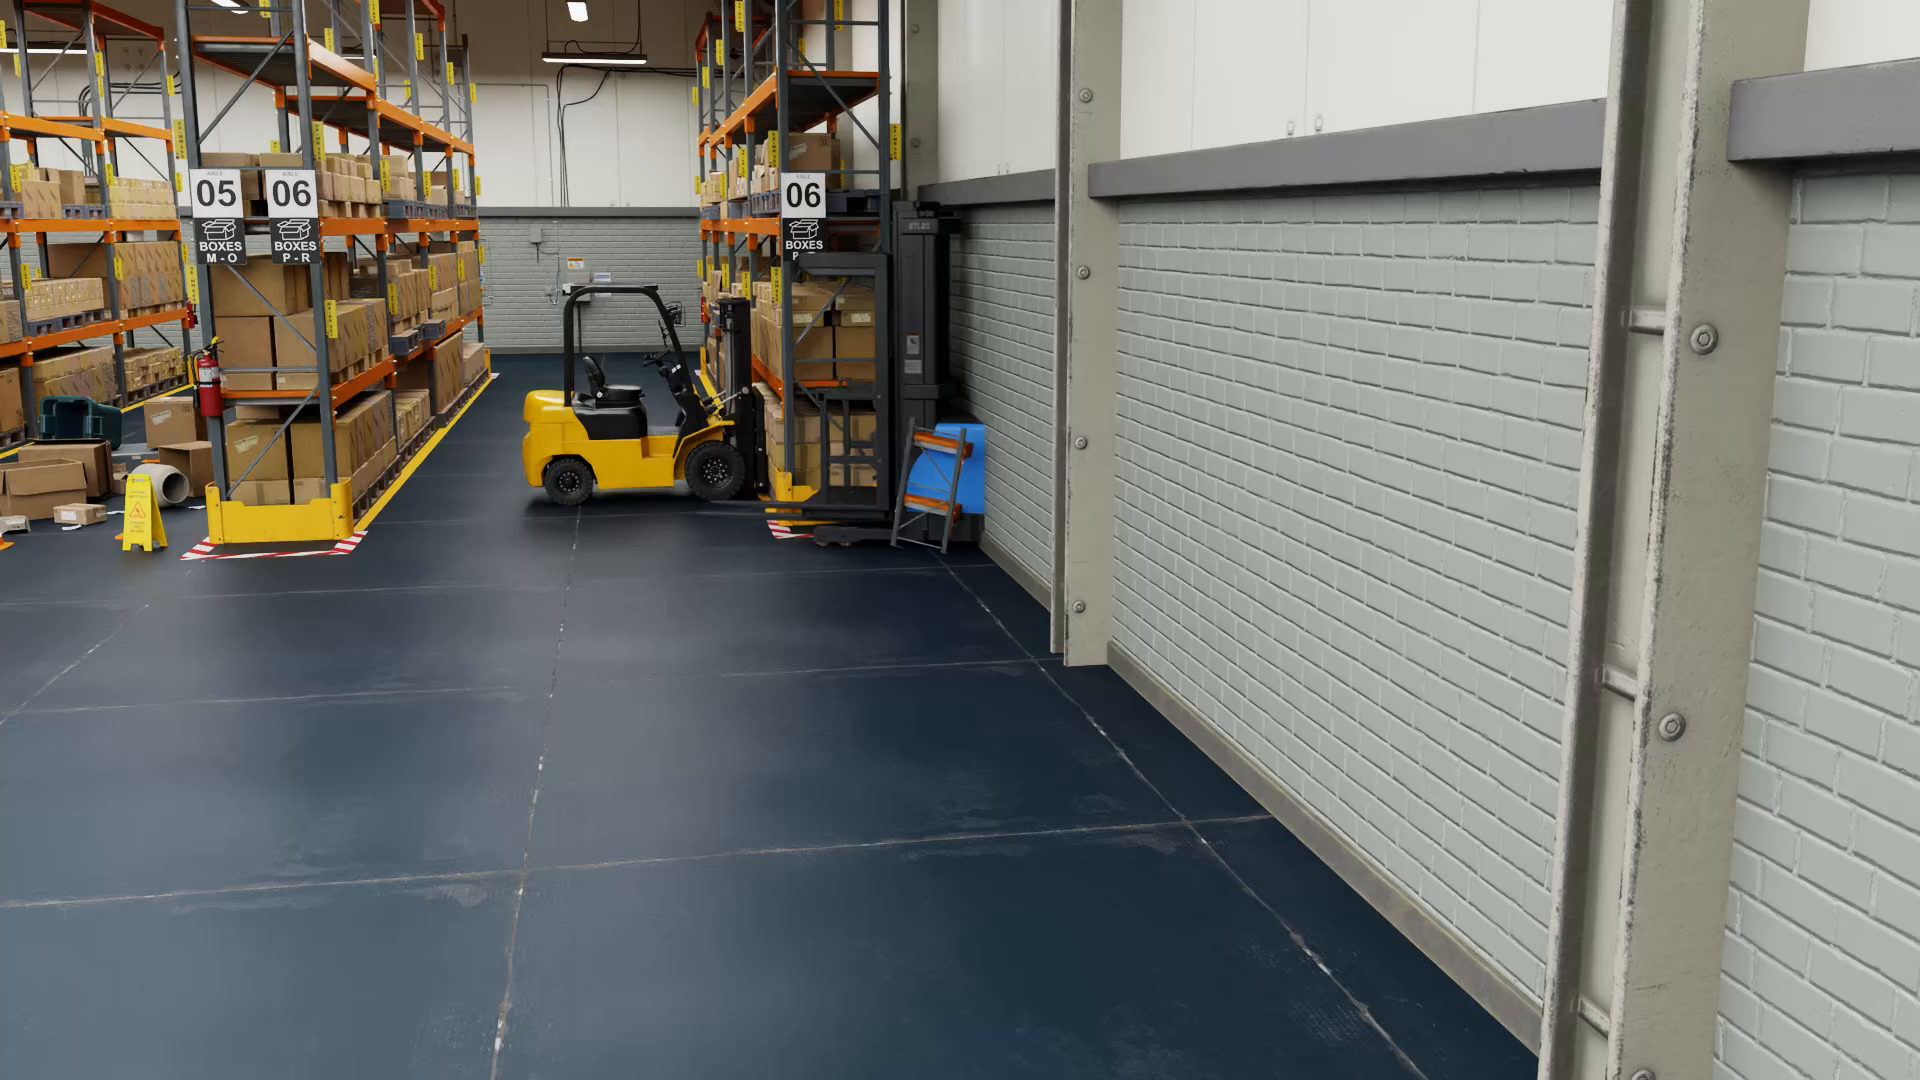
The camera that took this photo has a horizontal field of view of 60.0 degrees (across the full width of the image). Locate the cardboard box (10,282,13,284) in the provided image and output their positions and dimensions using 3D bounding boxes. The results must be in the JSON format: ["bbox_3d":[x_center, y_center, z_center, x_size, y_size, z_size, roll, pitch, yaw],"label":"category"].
[{"bbox_3d":[-13.240,-3.479,22.908,0.380,0.149,0.250,-2,11,-9],"label":"cardboard box"}]

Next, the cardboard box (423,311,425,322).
[{"bbox_3d":[-7.008,-2.837,21.131,0.380,0.149,0.250,-3,11,-14],"label":"cardboard box"}]

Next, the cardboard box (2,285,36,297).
[{"bbox_3d":[-12.350,-3.261,21.766,0.380,0.149,0.250,-2,11,-13],"label":"cardboard box"}]

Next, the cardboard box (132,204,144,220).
[{"bbox_3d":[-13.193,-5.161,26.168,0.500,0.250,0.500,-2,11,-9],"label":"cardboard box"}]

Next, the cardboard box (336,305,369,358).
[{"bbox_3d":[-6.135,-2.050,16.381,0.500,0.500,0.500,-2,11,-12],"label":"cardboard box"}]

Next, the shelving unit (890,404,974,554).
[{"bbox_3d":[-0.103,-0.531,14.517,0.538,1.125,1.048,14,14,17],"label":"shelving unit"}]

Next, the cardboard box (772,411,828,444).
[{"bbox_3d":[-1.531,-1.077,15.892,0.500,0.250,0.500,-2,11,-9],"label":"cardboard box"}]

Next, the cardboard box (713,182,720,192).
[{"bbox_3d":[-3.484,-5.259,24.769,0.380,0.149,0.250,-2,11,-11],"label":"cardboard box"}]

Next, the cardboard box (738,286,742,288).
[{"bbox_3d":[-2.657,-3.187,21.417,0.380,0.149,0.250,-2,11,-10],"label":"cardboard box"}]

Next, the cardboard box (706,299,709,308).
[{"bbox_3d":[-4.251,-4.160,29.204,0.380,0.149,0.250,-2,11,-13],"label":"cardboard box"}]

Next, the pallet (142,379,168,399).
[{"bbox_3d":[-13.579,-2.455,27.031,1.003,0.211,1.213,-2,11,-11],"label":"pallet"}]

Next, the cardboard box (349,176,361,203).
[{"bbox_3d":[-6.134,-3.406,16.150,0.500,0.250,0.500,-2,11,-10],"label":"cardboard box"}]

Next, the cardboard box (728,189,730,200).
[{"bbox_3d":[-2.922,-4.664,22.391,0.380,0.166,0.250,-2,11,-11],"label":"cardboard box"}]

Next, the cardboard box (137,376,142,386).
[{"bbox_3d":[-13.179,-2.500,26.312,0.380,0.149,0.250,-2,11,-12],"label":"cardboard box"}]

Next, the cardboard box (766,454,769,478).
[{"bbox_3d":[-1.713,-0.772,16.958,0.500,0.250,0.500,-2,11,-10],"label":"cardboard box"}]

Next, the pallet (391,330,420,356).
[{"bbox_3d":[-6.788,-2.261,19.068,1.003,0.211,1.213,-2,11,-11],"label":"pallet"}]

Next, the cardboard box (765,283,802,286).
[{"bbox_3d":[-1.945,-2.745,18.297,0.380,0.149,0.250,-2,11,-12],"label":"cardboard box"}]

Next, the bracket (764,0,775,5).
[{"bbox_3d":[-2.988,-8.645,26.424,0.235,0.232,0.430,-2,11,-11],"label":"bracket"}]

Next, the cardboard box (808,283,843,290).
[{"bbox_3d":[-1.482,-2.762,18.388,0.380,0.149,0.250,-2,11,-12],"label":"cardboard box"}]

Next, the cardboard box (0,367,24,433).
[{"bbox_3d":[-12.365,-1.731,20.664,1.050,0.750,0.750,-2,11,-12],"label":"cardboard box"}]

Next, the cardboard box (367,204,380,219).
[{"bbox_3d":[-6.421,-3.513,17.783,0.380,0.149,0.250,-2,11,-11],"label":"cardboard box"}]

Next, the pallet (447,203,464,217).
[{"bbox_3d":[-8.486,-5.258,26.513,1.003,0.211,1.213,-2,11,-11],"label":"pallet"}]

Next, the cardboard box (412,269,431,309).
[{"bbox_3d":[-7.199,-3.272,21.679,0.500,0.500,0.500,-2,11,-13],"label":"cardboard box"}]

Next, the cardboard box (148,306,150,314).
[{"bbox_3d":[-13.309,-3.706,26.820,0.380,0.149,0.250,-2,11,-9],"label":"cardboard box"}]

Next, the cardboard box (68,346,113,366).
[{"bbox_3d":[-12.781,-2.698,24.406,0.500,0.250,0.500,-2,11,-13],"label":"cardboard box"}]

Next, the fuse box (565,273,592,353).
[{"bbox_3d":[-8.146,-4.861,35.659,0.539,1.711,0.414,-2,11,-11],"label":"fuse box"}]

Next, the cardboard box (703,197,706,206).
[{"bbox_3d":[-4.223,-5.860,29.046,0.500,0.250,0.500,-2,11,-13],"label":"cardboard box"}]

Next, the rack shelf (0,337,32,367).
[{"bbox_3d":[-12.006,-2.025,19.237,1.077,0.370,4.000,-2,11,-11],"label":"rack shelf"}]

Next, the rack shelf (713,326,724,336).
[{"bbox_3d":[-3.080,-3.138,25.087,1.077,0.370,4.000,-2,11,-11],"label":"rack shelf"}]

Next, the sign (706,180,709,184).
[{"bbox_3d":[-4.000,-5.565,26.507,0.100,0.325,0.005,-2,11,-11],"label":"sign"}]

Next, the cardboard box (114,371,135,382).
[{"bbox_3d":[-12.930,-2.509,25.561,0.380,0.149,0.250,-2,11,-8],"label":"cardboard box"}]

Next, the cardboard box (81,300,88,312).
[{"bbox_3d":[-12.756,-3.357,23.858,0.380,0.149,0.250,-3,11,-14],"label":"cardboard box"}]

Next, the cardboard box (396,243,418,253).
[{"bbox_3d":[-8.710,-4.581,26.067,0.380,0.149,0.250,-2,11,-12],"label":"cardboard box"}]

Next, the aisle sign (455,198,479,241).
[{"bbox_3d":[-8.825,-5.713,29.735,0.394,0.787,0.004,-2,11,-11],"label":"aisle sign"}]

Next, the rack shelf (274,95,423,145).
[{"bbox_3d":[-7.171,-4.974,19.757,1.077,0.370,4.000,-2,11,-11],"label":"rack shelf"}]

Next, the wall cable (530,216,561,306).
[{"bbox_3d":[-8.846,-5.997,35.465,0.588,1.984,0.122,-2,11,-11],"label":"wall cable"}]

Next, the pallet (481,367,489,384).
[{"bbox_3d":[-8.883,-2.897,29.354,1.003,0.211,1.213,-2,11,-11],"label":"pallet"}]

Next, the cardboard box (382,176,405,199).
[{"bbox_3d":[-6.502,-3.938,18.620,0.500,0.250,0.500,-2,11,-13],"label":"cardboard box"}]

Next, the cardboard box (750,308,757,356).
[{"bbox_3d":[-2.083,-2.350,18.751,0.500,0.500,0.500,-2,11,-13],"label":"cardboard box"}]

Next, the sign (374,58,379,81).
[{"bbox_3d":[-8.887,-7.145,25.249,0.100,0.325,0.005,-2,11,-11],"label":"sign"}]

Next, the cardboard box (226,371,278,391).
[{"bbox_3d":[-6.286,-1.414,14.774,0.380,0.149,0.250,-2,11,-9],"label":"cardboard box"}]

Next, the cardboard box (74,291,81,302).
[{"bbox_3d":[-12.698,-3.450,23.555,0.380,0.149,0.250,-3,11,-14],"label":"cardboard box"}]

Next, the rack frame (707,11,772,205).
[{"bbox_3d":[-3.469,-6.806,26.386,1.000,3.000,0.127,-2,11,-11],"label":"rack frame"}]

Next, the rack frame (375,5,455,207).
[{"bbox_3d":[-8.338,-6.624,25.434,1.000,3.000,0.127,-2,11,-11],"label":"rack frame"}]

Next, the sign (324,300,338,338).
[{"bbox_3d":[-5.471,-1.921,14.454,0.100,0.325,0.005,-2,11,-11],"label":"sign"}]

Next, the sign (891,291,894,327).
[{"bbox_3d":[-0.590,-2.141,15.395,0.100,0.325,0.005,-2,11,-11],"label":"sign"}]

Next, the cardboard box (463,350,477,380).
[{"bbox_3d":[-8.529,-2.908,27.683,0.875,0.438,0.875,-2,11,-13],"label":"cardboard box"}]

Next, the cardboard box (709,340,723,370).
[{"bbox_3d":[-4.093,-3.297,29.557,0.700,0.500,0.500,-2,11,-9],"label":"cardboard box"}]

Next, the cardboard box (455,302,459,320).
[{"bbox_3d":[-8.003,-3.531,25.625,0.500,0.250,0.500,-2,11,-12],"label":"cardboard box"}]

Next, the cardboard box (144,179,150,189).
[{"bbox_3d":[-13.380,-5.767,26.951,0.380,0.149,0.250,-2,11,-10],"label":"cardboard box"}]

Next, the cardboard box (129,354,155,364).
[{"bbox_3d":[-13.316,-2.935,27.005,0.380,0.149,0.250,-2,11,-11],"label":"cardboard box"}]

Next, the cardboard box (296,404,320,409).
[{"bbox_3d":[-6.717,-1.123,16.800,0.500,0.500,0.500,-2,11,-8],"label":"cardboard box"}]

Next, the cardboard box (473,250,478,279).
[{"bbox_3d":[-8.658,-4.777,28.829,0.500,0.500,0.500,-2,11,-11],"label":"cardboard box"}]

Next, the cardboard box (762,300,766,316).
[{"bbox_3d":[-1.889,-2.455,17.571,0.380,0.149,0.250,-2,11,-13],"label":"cardboard box"}]

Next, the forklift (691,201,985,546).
[{"bbox_3d":[-0.844,-1.484,14.654,3.031,2.935,1.130,1,11,7],"label":"forklift"}]
